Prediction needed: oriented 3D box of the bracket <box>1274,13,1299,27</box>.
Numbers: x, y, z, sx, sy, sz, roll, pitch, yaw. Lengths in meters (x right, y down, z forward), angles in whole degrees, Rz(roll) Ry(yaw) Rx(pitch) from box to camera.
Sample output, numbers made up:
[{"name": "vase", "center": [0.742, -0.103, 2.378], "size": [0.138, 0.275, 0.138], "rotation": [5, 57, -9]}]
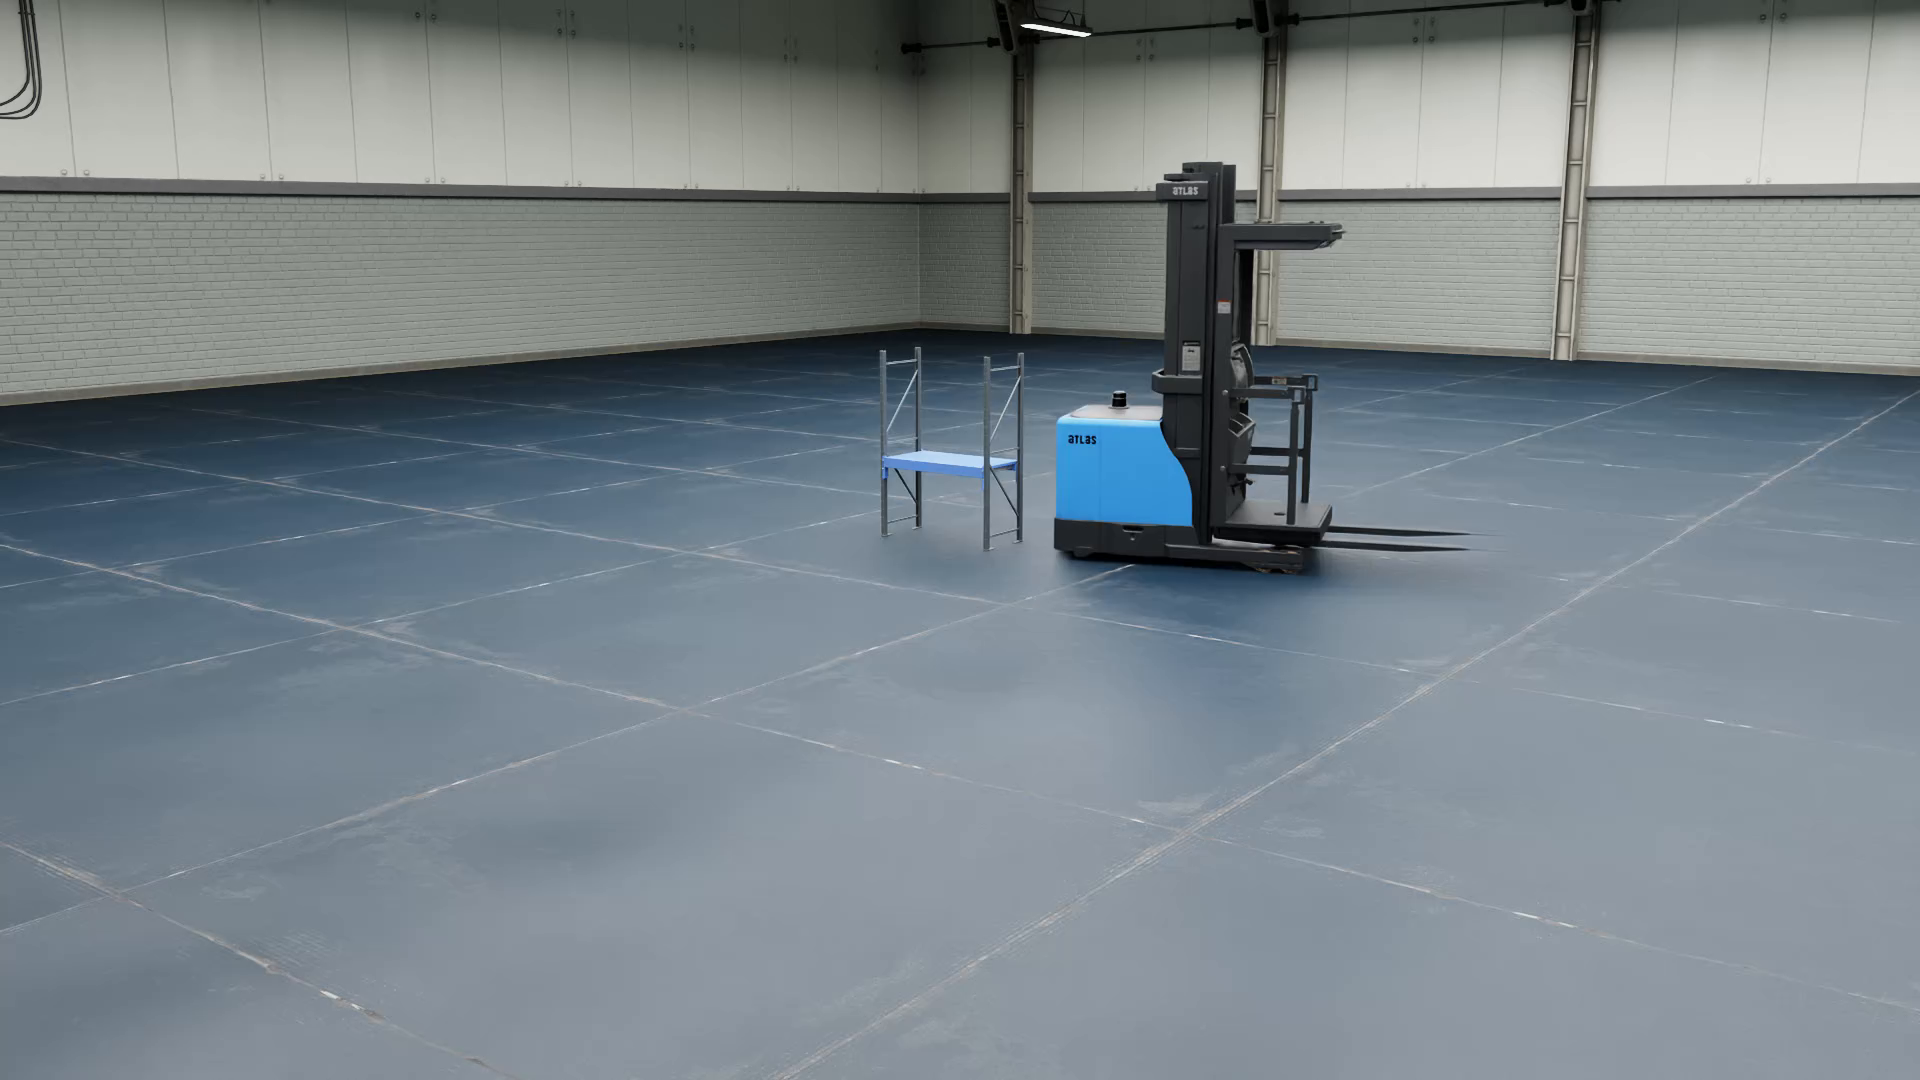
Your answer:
[{"name": "bracket", "center": [6.322, -10.058, 32.166], "size": [0.430, 0.232, 0.235], "rotation": [8, 13, 36]}]

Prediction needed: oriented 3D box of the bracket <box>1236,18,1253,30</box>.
[{"name": "bracket", "center": [5.653, -10.151, 32.649], "size": [0.430, 0.232, 0.235], "rotation": [8, 13, 36]}]

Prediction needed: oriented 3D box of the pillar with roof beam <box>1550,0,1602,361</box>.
[{"name": "pillar with roof beam", "center": [8.486, -7.058, 26.137], "size": [0.548, 9.000, 9.100], "rotation": [8, 13, 36]}]

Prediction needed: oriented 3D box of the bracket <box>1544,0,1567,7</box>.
[{"name": "bracket", "center": [10.489, -9.477, 29.162], "size": [0.430, 0.232, 0.235], "rotation": [8, 13, 36]}]

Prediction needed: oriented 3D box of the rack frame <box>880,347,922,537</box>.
[{"name": "rack frame", "center": [-0.478, -0.803, 13.549], "size": [0.032, 1.500, 0.500], "rotation": [8, 13, 36]}]

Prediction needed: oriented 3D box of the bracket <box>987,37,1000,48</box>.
[{"name": "bracket", "center": [0.817, -10.826, 36.135], "size": [0.430, 0.232, 0.235], "rotation": [8, 13, 36]}]

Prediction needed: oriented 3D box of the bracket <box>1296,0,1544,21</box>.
[{"name": "bracket", "center": [8.399, -9.768, 30.669], "size": [4.783, 0.066, 0.076], "rotation": [8, 13, 36]}]

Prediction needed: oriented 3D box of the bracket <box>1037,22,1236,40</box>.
[{"name": "bracket", "center": [3.563, -10.443, 34.156], "size": [4.783, 0.066, 0.076], "rotation": [8, 13, 36]}]

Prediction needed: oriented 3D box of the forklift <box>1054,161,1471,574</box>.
[{"name": "forklift", "center": [2.288, -1.303, 12.366], "size": [3.031, 2.935, 1.130], "rotation": [3, 11, 17]}]

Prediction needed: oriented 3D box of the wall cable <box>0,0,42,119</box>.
[{"name": "wall cable", "center": [-13.243, -7.899, 21.529], "size": [0.169, 6.003, 2.305], "rotation": [8, 13, 36]}]

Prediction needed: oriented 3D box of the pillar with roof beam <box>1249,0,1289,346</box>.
[{"name": "pillar with roof beam", "center": [3.650, -7.732, 29.624], "size": [0.548, 9.000, 9.100], "rotation": [8, 13, 36]}]

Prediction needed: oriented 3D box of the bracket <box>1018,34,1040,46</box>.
[{"name": "bracket", "center": [1.486, -10.732, 35.653], "size": [0.430, 0.232, 0.235], "rotation": [8, 13, 36]}]

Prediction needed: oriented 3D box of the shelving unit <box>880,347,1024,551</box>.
[{"name": "shelving unit", "center": [-0.069, -0.746, 13.253], "size": [1.048, 1.500, 0.538], "rotation": [8, 13, 36]}]

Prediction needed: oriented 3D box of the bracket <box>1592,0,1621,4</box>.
[{"name": "bracket", "center": [11.158, -9.383, 28.679], "size": [0.430, 0.232, 0.235], "rotation": [8, 13, 36]}]

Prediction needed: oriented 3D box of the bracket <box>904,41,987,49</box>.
[{"name": "bracket", "center": [-0.617, -11.026, 37.169], "size": [3.189, 0.066, 0.076], "rotation": [8, 13, 36]}]

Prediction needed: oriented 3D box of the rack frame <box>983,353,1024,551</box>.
[{"name": "rack frame", "center": [0.341, -0.689, 12.958], "size": [0.032, 1.500, 0.500], "rotation": [8, 13, 36]}]

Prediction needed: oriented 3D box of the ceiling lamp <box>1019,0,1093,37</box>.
[{"name": "ceiling lamp", "center": [1.540, -10.738, 29.792], "size": [0.800, 3.185, 2.000], "rotation": [8, 13, 36]}]

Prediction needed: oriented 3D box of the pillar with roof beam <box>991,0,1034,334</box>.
[{"name": "pillar with roof beam", "center": [-1.186, -8.407, 33.110], "size": [0.548, 9.000, 9.100], "rotation": [8, 13, 36]}]

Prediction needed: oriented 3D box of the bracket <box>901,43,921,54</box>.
[{"name": "bracket", "center": [-1.093, -11.092, 37.513], "size": [0.430, 0.232, 0.235], "rotation": [8, 13, 36]}]

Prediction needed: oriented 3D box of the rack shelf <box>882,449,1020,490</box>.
[{"name": "rack shelf", "center": [-0.069, -0.569, 13.287], "size": [1.000, 0.185, 0.538], "rotation": [8, 13, 36]}]
